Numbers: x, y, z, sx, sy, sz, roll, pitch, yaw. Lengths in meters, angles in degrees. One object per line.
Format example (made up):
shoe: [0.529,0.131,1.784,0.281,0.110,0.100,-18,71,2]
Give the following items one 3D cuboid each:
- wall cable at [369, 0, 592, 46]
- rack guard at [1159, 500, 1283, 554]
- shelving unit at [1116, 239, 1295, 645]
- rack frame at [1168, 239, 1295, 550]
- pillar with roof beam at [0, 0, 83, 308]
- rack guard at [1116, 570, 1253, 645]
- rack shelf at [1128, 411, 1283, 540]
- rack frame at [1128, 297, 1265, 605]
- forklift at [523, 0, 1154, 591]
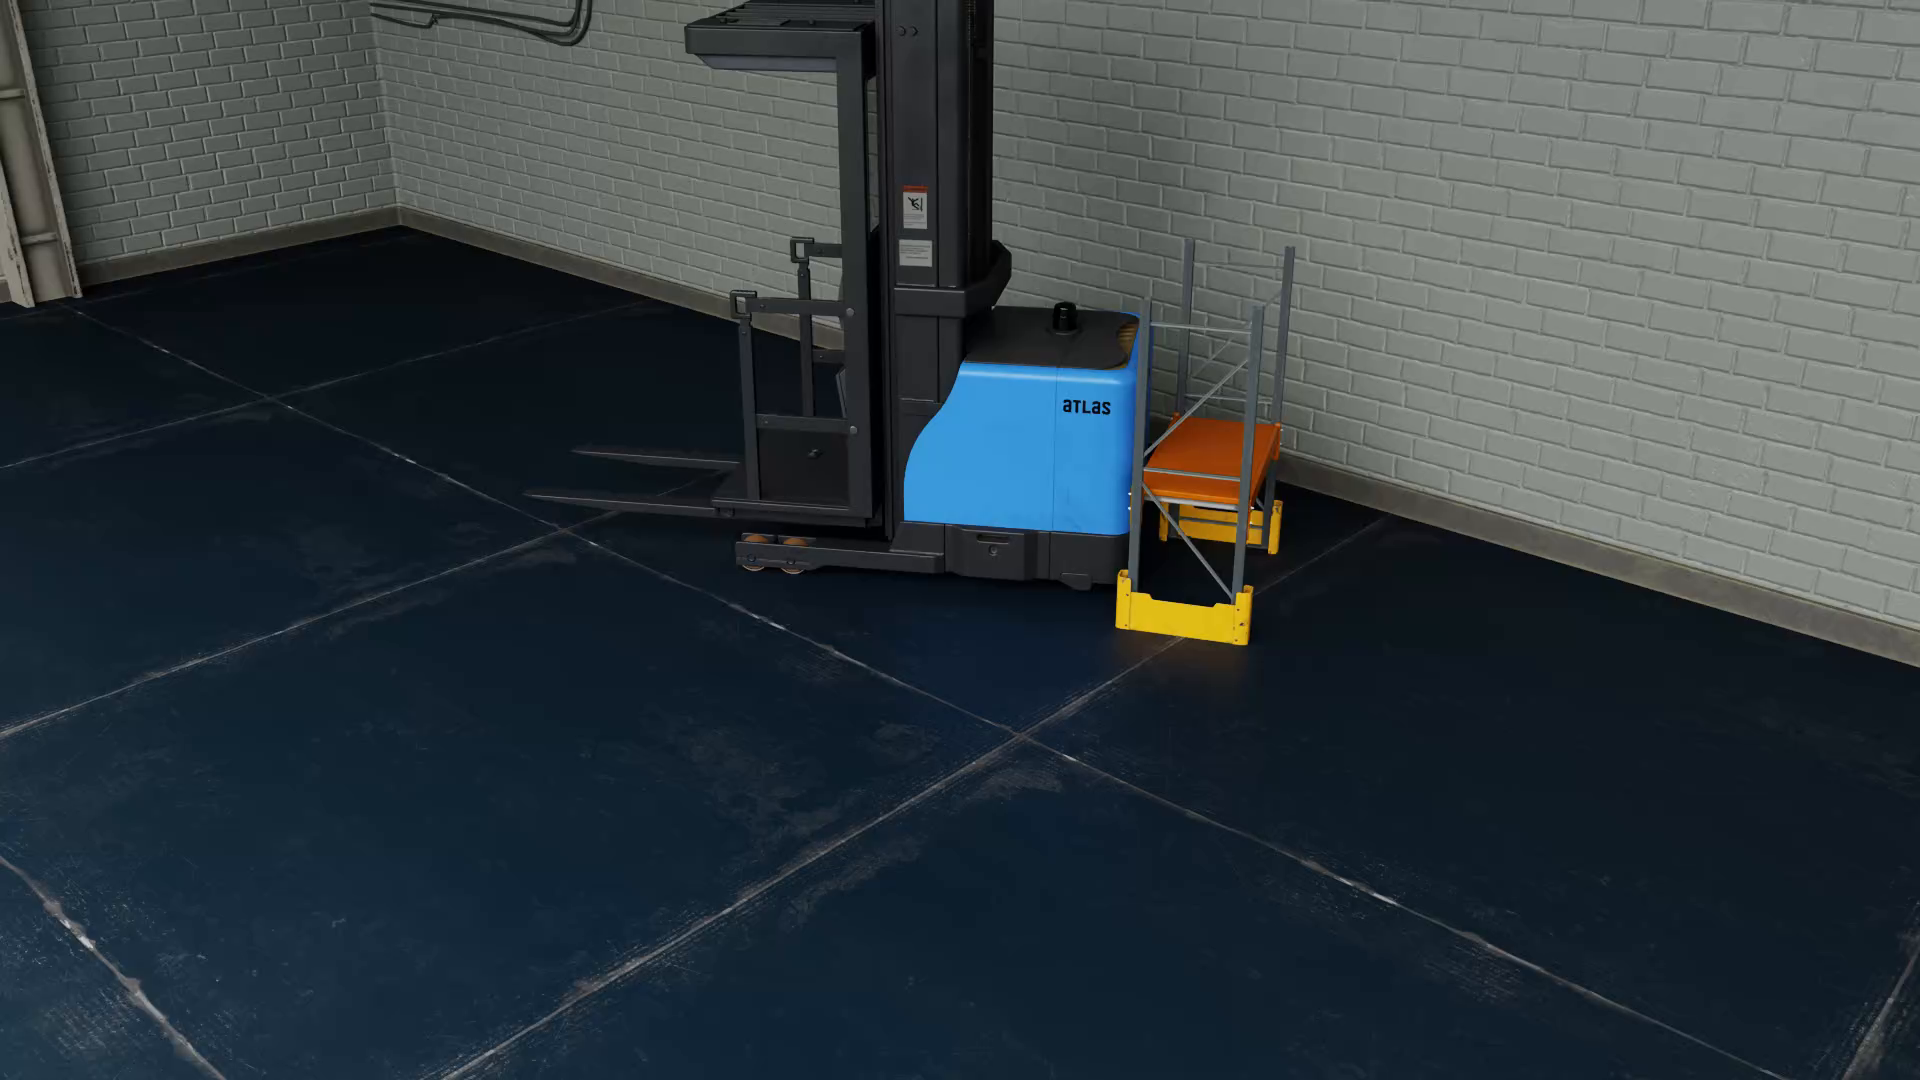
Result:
wall cable: [-3.751,-5.001,12.199,3.097,2.526,0.112,20,31,38]
rack guard: [1.275,-0.095,8.156,0.587,0.250,0.087,7,25,16]
shelving unit: [1.127,-0.471,7.467,0.587,1.500,1.083,7,25,16]
rack frame: [1.280,-0.673,7.918,0.500,1.500,0.032,7,25,16]
pillar with roof beam: [-3.496,-4.706,7.746,9.100,9.000,0.400,20,31,38]
rack guard: [0.980,0.294,7.288,0.587,0.250,0.087,7,25,16]
rack shelf: [1.130,-0.310,7.548,0.538,0.185,1.000,7,25,16]
rack frame: [0.979,-0.276,7.031,0.500,1.500,0.032,7,25,16]
forklift: [-0.613,-1.383,7.752,3.031,2.935,1.130,4,25,9]
